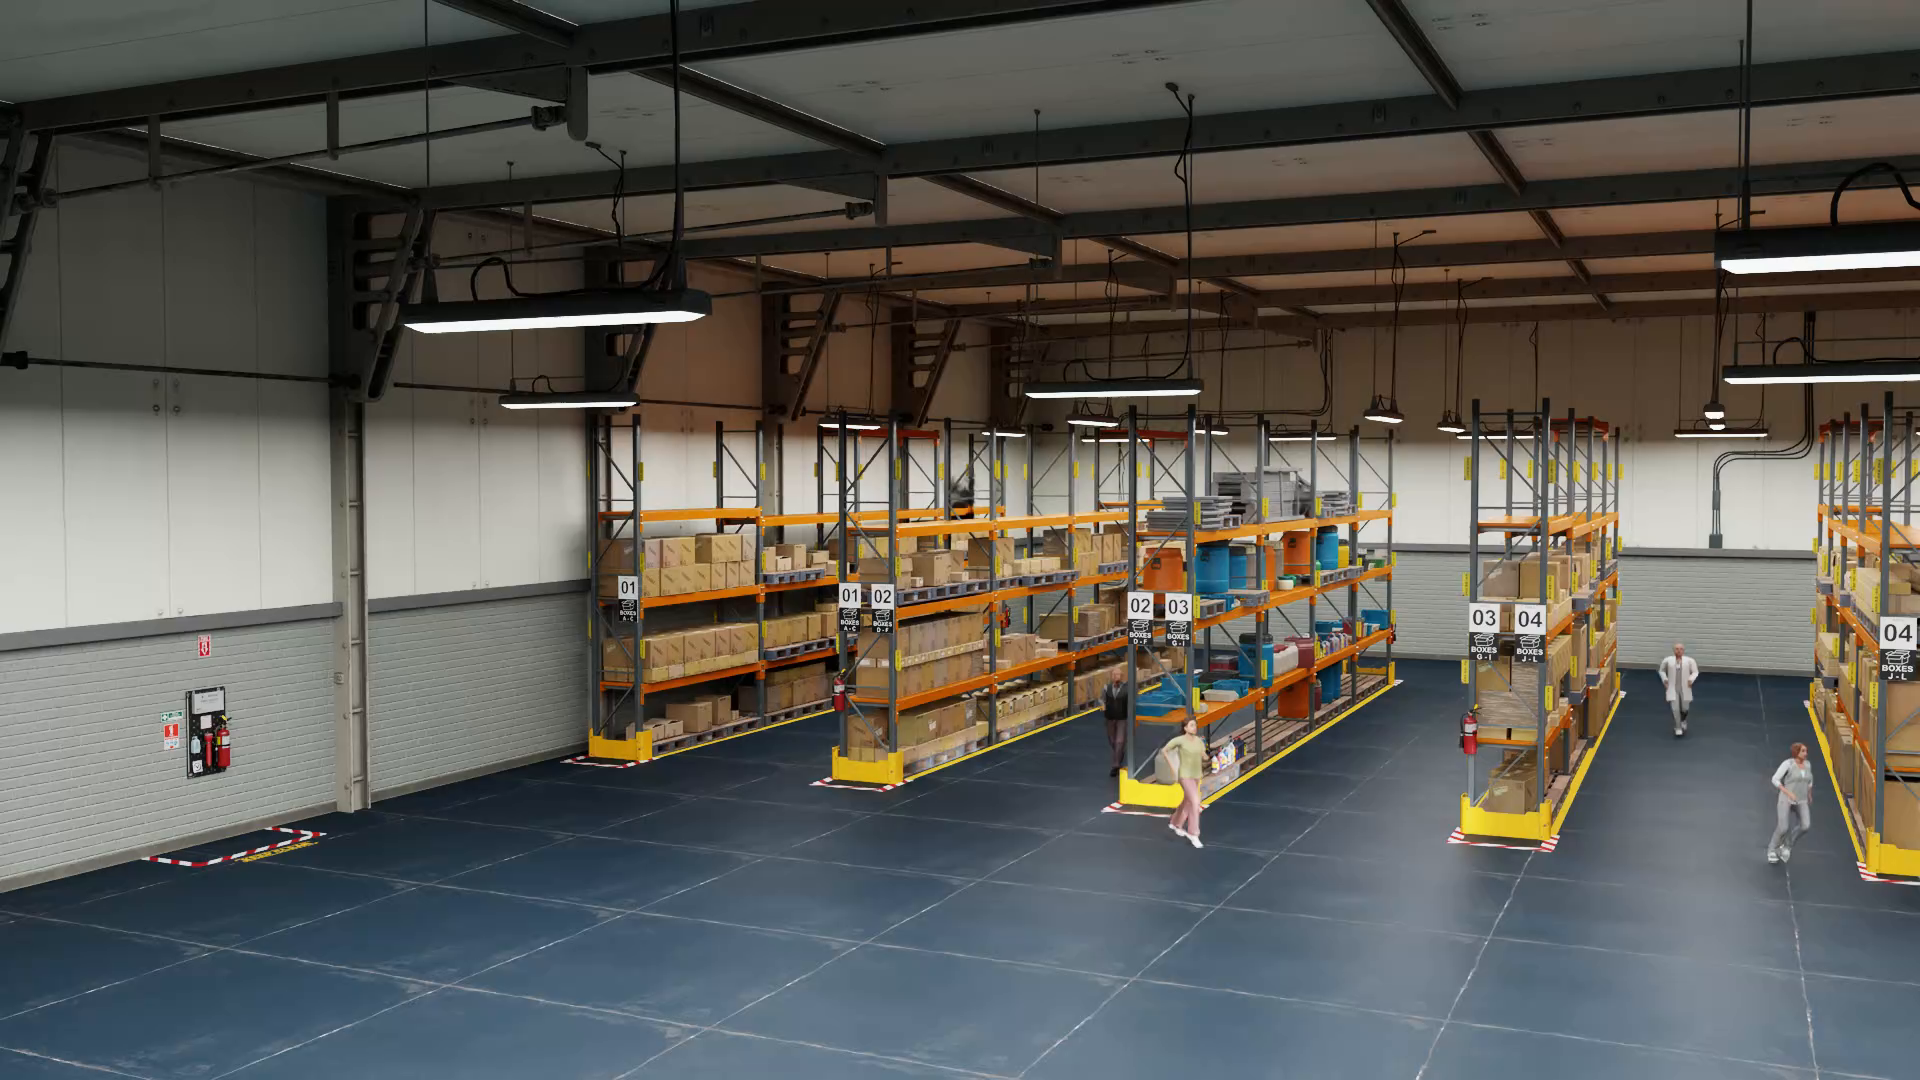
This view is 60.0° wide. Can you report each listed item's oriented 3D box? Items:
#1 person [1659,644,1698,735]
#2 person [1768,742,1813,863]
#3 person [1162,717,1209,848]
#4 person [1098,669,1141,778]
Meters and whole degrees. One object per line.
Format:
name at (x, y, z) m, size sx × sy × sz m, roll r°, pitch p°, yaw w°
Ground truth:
person at (13.661, 2.872, 31.633) m, size 0.696 × 1.648 × 0.639 m, roll 1°, pitch 3°, yaw 23°
person at (10.637, 3.344, 21.181) m, size 0.590 × 1.545 × 0.562 m, roll 0°, pitch 2°, yaw 0°
person at (3.070, 3.238, 22.430) m, size 0.547 × 1.726 × 0.752 m, roll -2°, pitch 3°, yaw -38°
person at (2.624, 3.003, 27.631) m, size 0.676 × 1.741 × 0.935 m, roll 1°, pitch 3°, yaw 22°
